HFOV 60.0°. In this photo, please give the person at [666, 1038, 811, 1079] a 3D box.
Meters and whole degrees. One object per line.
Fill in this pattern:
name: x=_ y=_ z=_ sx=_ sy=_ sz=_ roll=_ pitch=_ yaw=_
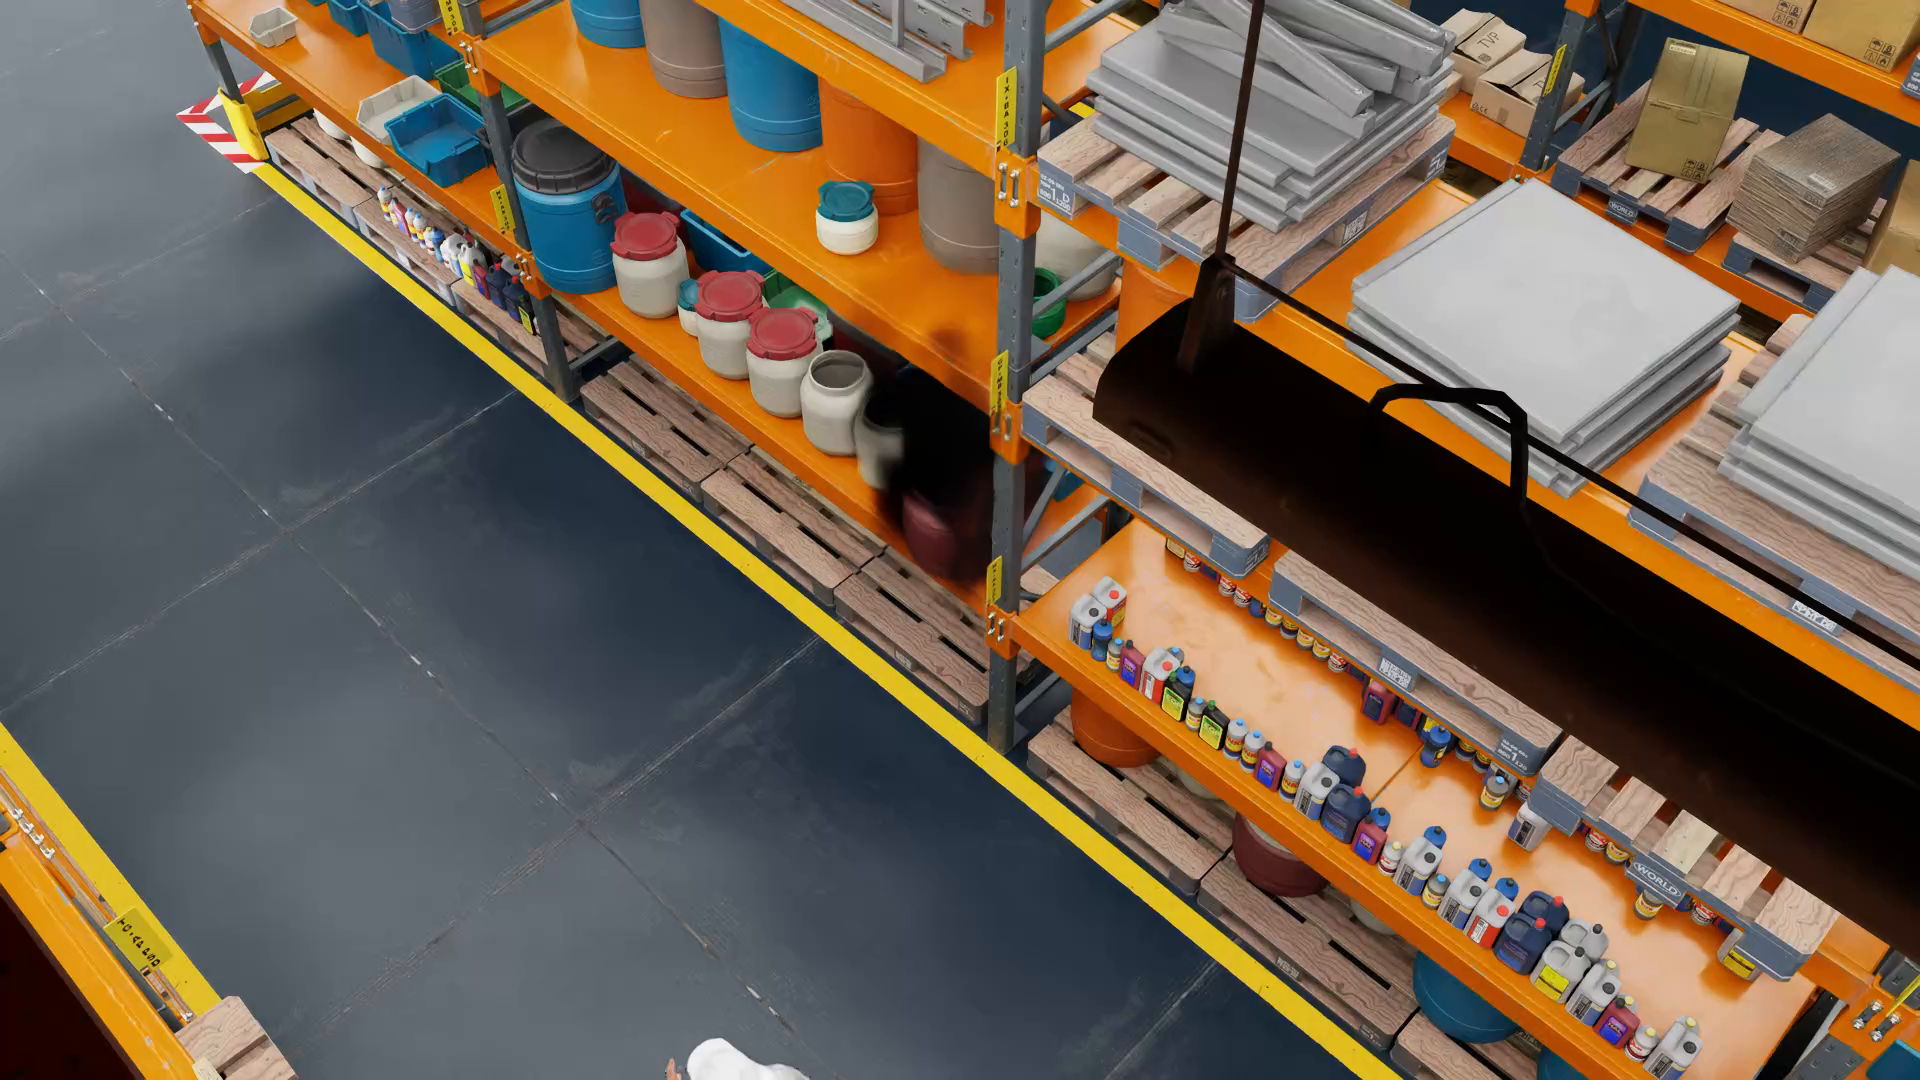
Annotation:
person: x=-0.889 y=2.464 z=6.761 sx=0.873 sy=1.798 sz=0.650 roll=35 pitch=58 yaw=26
